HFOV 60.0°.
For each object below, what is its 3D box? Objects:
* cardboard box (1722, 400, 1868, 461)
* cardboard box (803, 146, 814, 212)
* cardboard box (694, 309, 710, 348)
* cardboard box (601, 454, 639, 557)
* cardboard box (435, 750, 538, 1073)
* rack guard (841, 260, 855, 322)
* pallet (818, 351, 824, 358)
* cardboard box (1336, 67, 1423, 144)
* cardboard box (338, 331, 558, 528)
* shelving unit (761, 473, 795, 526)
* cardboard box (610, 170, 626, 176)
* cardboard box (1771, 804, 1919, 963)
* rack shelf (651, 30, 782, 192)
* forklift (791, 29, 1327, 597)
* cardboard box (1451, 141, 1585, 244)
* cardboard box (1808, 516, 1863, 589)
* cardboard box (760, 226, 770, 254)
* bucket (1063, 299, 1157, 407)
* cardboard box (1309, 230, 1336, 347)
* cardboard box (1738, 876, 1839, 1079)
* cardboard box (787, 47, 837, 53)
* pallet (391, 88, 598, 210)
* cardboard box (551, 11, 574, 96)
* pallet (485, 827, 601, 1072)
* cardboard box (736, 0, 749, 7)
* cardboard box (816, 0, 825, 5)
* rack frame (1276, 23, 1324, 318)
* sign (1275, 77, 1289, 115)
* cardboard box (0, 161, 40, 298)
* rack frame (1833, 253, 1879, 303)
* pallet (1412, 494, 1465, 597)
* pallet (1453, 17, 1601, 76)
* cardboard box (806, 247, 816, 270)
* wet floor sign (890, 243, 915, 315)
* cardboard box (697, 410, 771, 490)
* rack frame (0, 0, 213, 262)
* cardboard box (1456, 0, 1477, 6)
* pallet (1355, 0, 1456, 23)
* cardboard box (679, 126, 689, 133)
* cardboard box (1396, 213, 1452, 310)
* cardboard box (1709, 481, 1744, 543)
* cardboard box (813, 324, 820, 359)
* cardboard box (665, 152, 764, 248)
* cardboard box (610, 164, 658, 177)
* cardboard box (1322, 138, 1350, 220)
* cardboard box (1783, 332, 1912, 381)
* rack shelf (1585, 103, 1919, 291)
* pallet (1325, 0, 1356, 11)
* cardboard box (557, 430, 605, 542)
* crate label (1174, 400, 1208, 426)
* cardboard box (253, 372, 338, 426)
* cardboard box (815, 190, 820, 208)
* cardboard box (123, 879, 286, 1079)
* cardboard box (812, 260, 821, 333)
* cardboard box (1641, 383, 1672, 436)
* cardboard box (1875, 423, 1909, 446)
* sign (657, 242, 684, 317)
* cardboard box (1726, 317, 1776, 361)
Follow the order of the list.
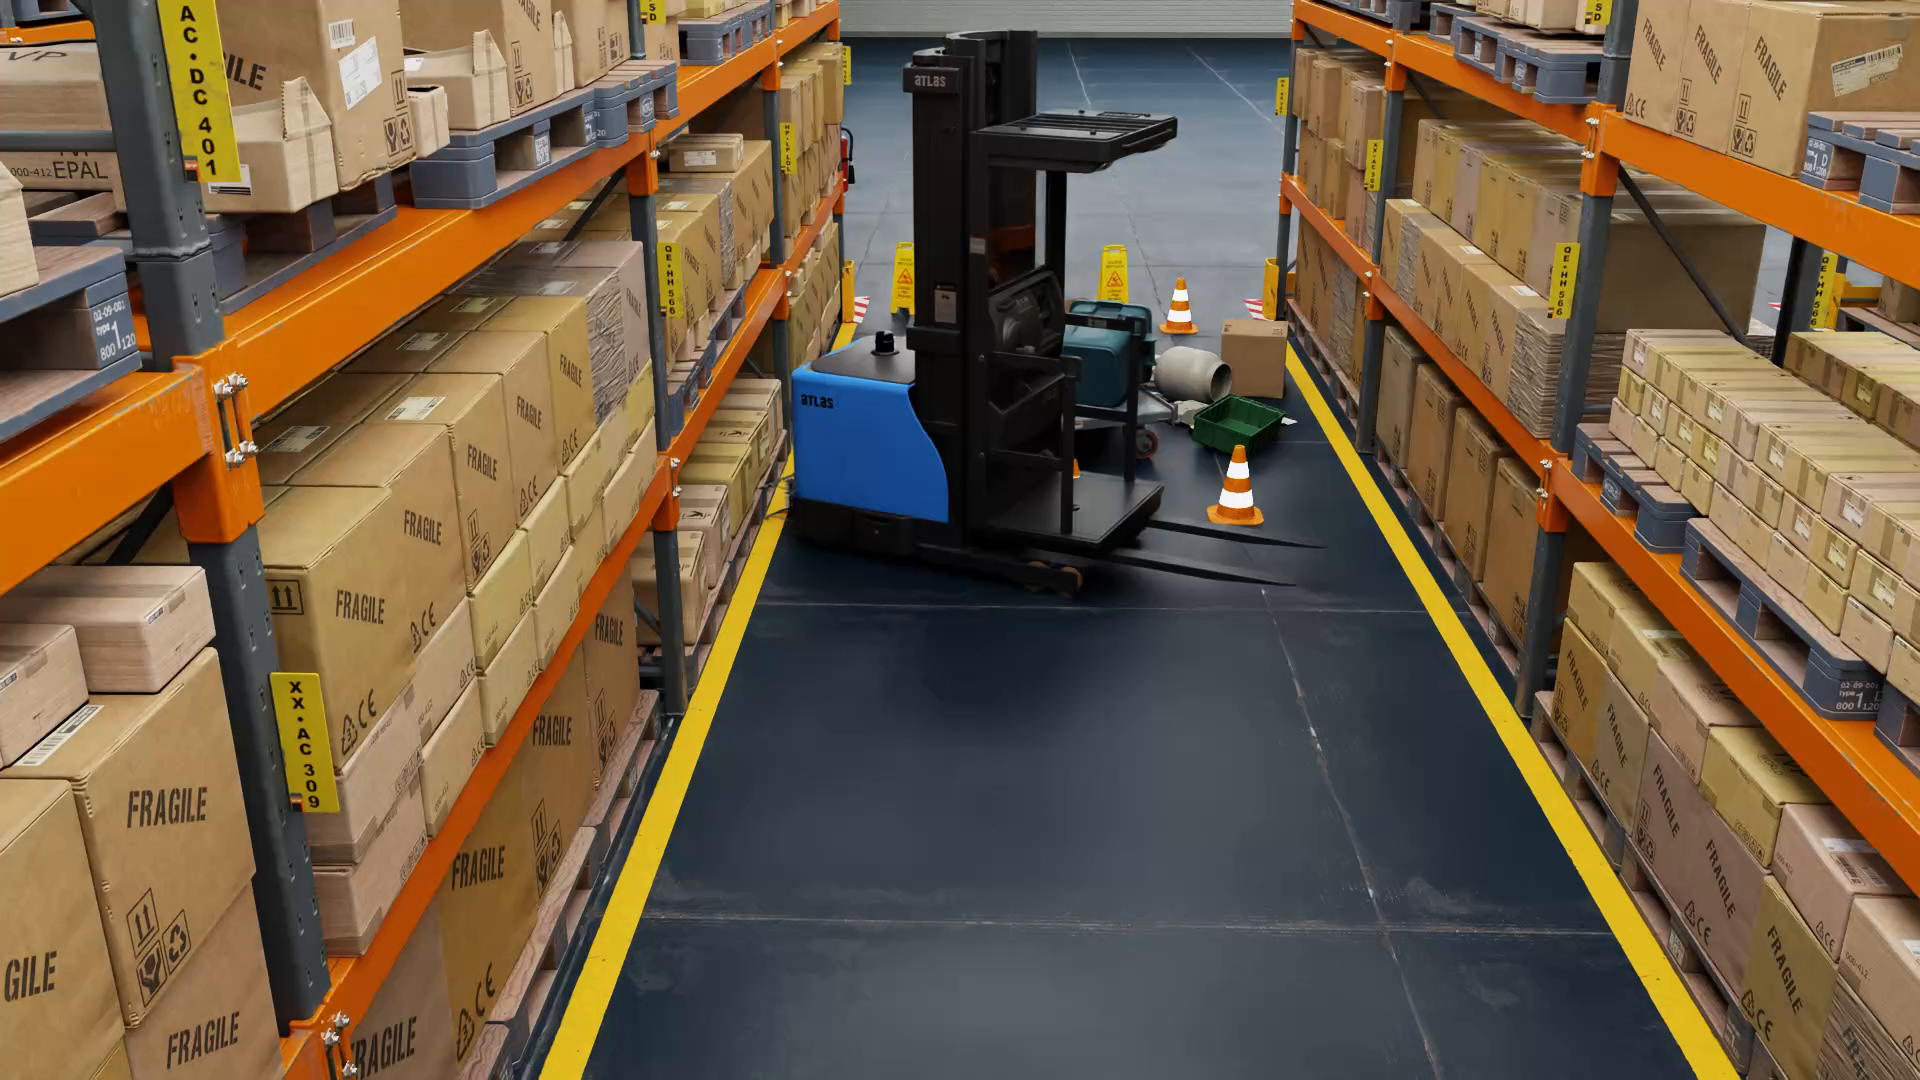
[{"bbox_3d":[2.908,-0.379,5.803,0.380,0.149,0.250,2,21,4],"label":"cardboard box"},{"bbox_3d":[-1.368,-2.736,12.384,0.500,0.500,0.500,0,21,1],"label":"cardboard box"},{"bbox_3d":[-1.481,-1.079,8.429,0.380,0.149,0.250,1,21,2],"label":"cardboard box"},{"bbox_3d":[-1.558,-0.145,6.462,0.500,0.250,0.500,1,21,3],"label":"cardboard box"},{"bbox_3d":[-1.965,1.104,5.393,0.875,0.875,0.875,1,21,3],"label":"cardboard box"},{"bbox_3d":[-1.561,-2.285,15.226,1.175,0.500,0.348,1,21,2],"label":"rack guard"},{"bbox_3d":[-1.661,-1.417,13.389,1.003,0.211,1.213,1,21,2],"label":"pallet"},{"bbox_3d":[3.378,-3.305,12.701,0.875,0.550,0.500,1,21,2],"label":"cardboard box"},{"bbox_3d":[-1.608,-0.360,5.290,0.500,0.500,0.500,0,21,1],"label":"cardboard box"},{"bbox_3d":[-0.885,-0.338,10.587,0.258,0.210,0.900,13,24,30],"label":"shelving unit"},{"bbox_3d":[-1.979,-2.155,9.409,0.380,0.149,0.250,2,21,5],"label":"cardboard box"},{"bbox_3d":[2.826,1.041,5.037,0.500,0.250,0.500,2,21,4],"label":"cardboard box"},{"bbox_3d":[-1.741,-2.371,8.841,1.077,0.370,4.000,1,21,2],"label":"rack shelf"},{"bbox_3d":[0.560,-1.268,9.245,3.031,2.935,1.130,10,23,24],"label":"forklift"},{"bbox_3d":[3.232,-1.978,9.459,0.700,0.500,0.500,1,21,2],"label":"cardboard box"},{"bbox_3d":[2.878,0.039,5.137,0.380,0.149,0.250,1,21,2],"label":"cardboard box"},{"bbox_3d":[-1.420,-1.921,10.600,0.380,0.149,0.250,1,21,2],"label":"cardboard box"},{"bbox_3d":[0.970,-1.270,11.581,0.726,0.611,0.620,8,33,20],"label":"bucket"},{"bbox_3d":[3.413,-2.101,13.653,0.875,0.875,0.875,0,21,1],"label":"cardboard box"},{"bbox_3d":[2.814,1.393,5.168,0.500,0.500,0.500,0,21,0],"label":"cardboard box"},{"bbox_3d":[-1.379,-3.759,13.638,0.700,0.500,0.500,1,21,2],"label":"cardboard box"},{"bbox_3d":[-1.800,-1.258,5.238,1.003,0.211,1.213,2,21,4],"label":"pallet"},{"bbox_3d":[-1.494,-1.615,5.502,0.396,0.266,0.258,0,21,0],"label":"cardboard box"},{"bbox_3d":[-1.942,1.439,6.028,1.003,0.211,1.213,1,21,2],"label":"pallet"},{"bbox_3d":[-1.554,-3.343,9.978,0.500,0.250,0.500,0,21,1],"label":"cardboard box"},{"bbox_3d":[-1.307,-4.441,13.528,0.380,0.149,0.250,1,21,3],"label":"cardboard box"},{"bbox_3d":[3.392,-3.460,14.799,1.000,3.000,0.127,1,21,2],"label":"rack frame"},{"bbox_3d":[2.837,-3.908,14.649,0.100,0.325,0.005,1,21,2],"label":"sign"},{"bbox_3d":[-1.624,-0.482,2.446,0.396,0.266,0.258,1,21,3],"label":"cardboard box"},{"bbox_3d":[8.346,-3.369,14.564,1.000,3.000,0.127,1,21,2],"label":"rack frame"},{"bbox_3d":[3.288,0.009,9.715,1.003,0.211,1.213,1,21,2],"label":"pallet"},{"bbox_3d":[3.146,-2.515,8.479,1.003,0.211,1.213,2,21,4],"label":"pallet"},{"bbox_3d":[-1.310,-2.135,12.673,0.380,0.149,0.250,2,21,5],"label":"cardboard box"},{"bbox_3d":[-0.484,-2.437,15.417,0.267,0.644,0.232,8,23,20],"label":"wet floor sign"},{"bbox_3d":[-1.713,-0.552,10.358,0.950,0.372,0.625,2,21,5],"label":"cardboard box"},{"bbox_3d":[-1.924,-1.936,2.577,1.000,3.000,0.127,1,21,2],"label":"rack frame"},{"bbox_3d":[2.968,-3.033,9.182,0.380,0.149,0.250,1,21,2],"label":"cardboard box"},{"bbox_3d":[3.305,-3.666,11.307,1.003,0.211,1.213,1,21,2],"label":"pallet"},{"bbox_3d":[-1.885,-2.939,12.908,0.500,0.500,0.500,0,21,1],"label":"cardboard box"},{"bbox_3d":[2.971,-1.690,10.100,0.500,0.500,0.500,1,21,2],"label":"cardboard box"},{"bbox_3d":[2.905,-0.098,5.901,0.380,0.149,0.250,1,21,3],"label":"cardboard box"},{"bbox_3d":[-1.374,-1.541,13.073,0.500,0.250,0.500,0,21,1],"label":"cardboard box"},{"bbox_3d":[-1.479,-2.064,10.071,0.500,0.500,0.500,1,21,2],"label":"cardboard box"},{"bbox_3d":[-2.025,-1.886,9.614,0.500,0.500,0.500,1,21,1],"label":"cardboard box"},{"bbox_3d":[3.314,-2.803,12.898,0.875,0.550,0.500,1,21,2],"label":"cardboard box"},{"bbox_3d":[3.592,-0.741,6.736,0.380,0.149,0.250,0,21,0],"label":"cardboard box"},{"bbox_3d":[3.088,-0.907,5.068,1.077,0.370,4.000,1,21,2],"label":"rack shelf"},{"bbox_3d":[3.345,-4.106,12.441,1.003,0.211,1.213,1,21,2],"label":"pallet"},{"bbox_3d":[-1.570,-0.200,5.913,0.500,0.250,0.500,0,21,0],"label":"cardboard box"},{"bbox_3d":[1.689,-0.938,12.258,0.298,0.136,0.250,-16,26,-35],"label":"crate label"},{"bbox_3d":[-2.118,-0.186,4.841,0.500,0.500,0.500,1,21,3],"label":"cardboard box"},{"bbox_3d":[-1.325,-2.760,13.342,0.380,0.149,0.250,0,21,1],"label":"cardboard box"},{"bbox_3d":[-1.683,0.985,3.205,0.500,0.500,0.500,1,21,2],"label":"cardboard box"},{"bbox_3d":[-1.371,-1.886,12.928,0.500,0.500,0.500,2,21,4],"label":"cardboard box"},{"bbox_3d":[2.927,-0.514,6.562,0.380,0.149,0.250,2,21,4],"label":"cardboard box"},{"bbox_3d":[3.569,-0.319,6.059,0.380,0.149,0.250,1,21,2],"label":"cardboard box"},{"bbox_3d":[-1.247,-1.120,7.168,0.100,0.325,0.005,1,21,2],"label":"sign"},{"bbox_3d":[3.432,-0.773,7.736,0.500,0.500,0.500,1,21,2],"label":"cardboard box"}]
